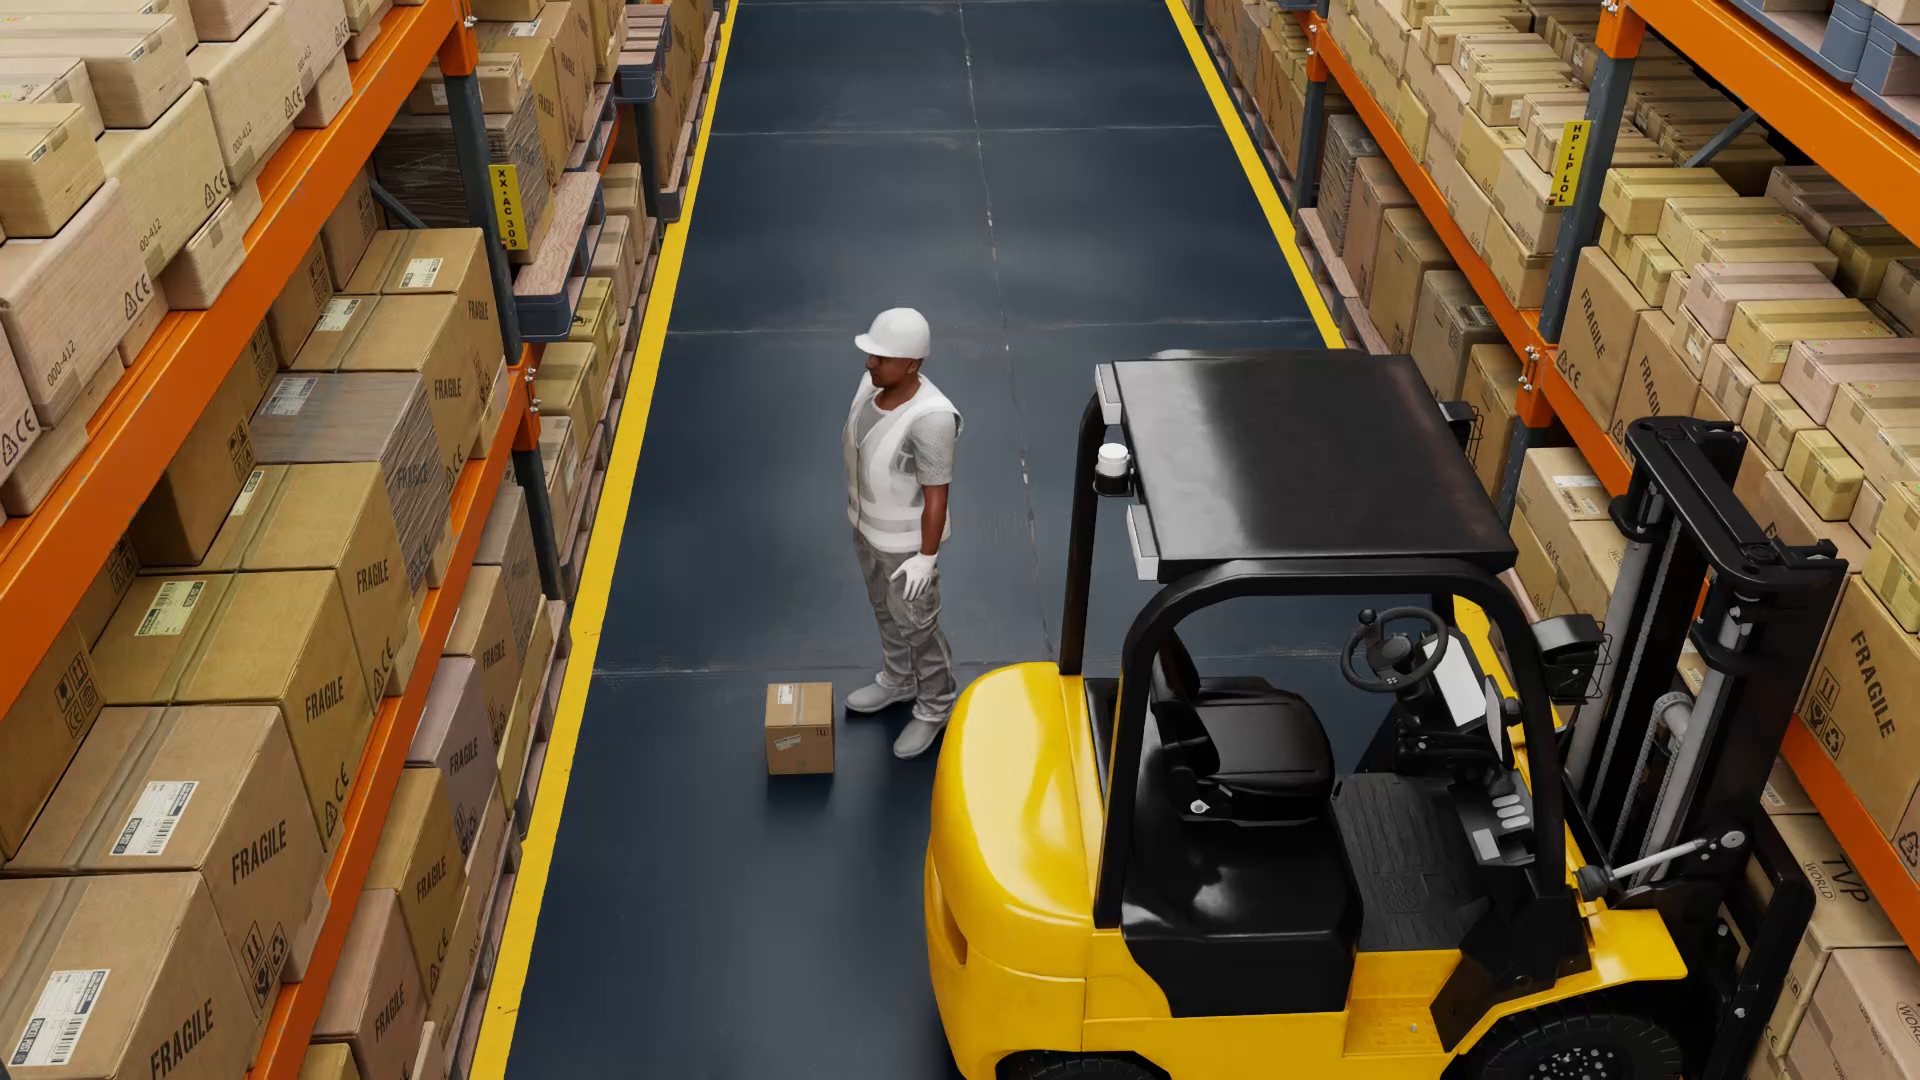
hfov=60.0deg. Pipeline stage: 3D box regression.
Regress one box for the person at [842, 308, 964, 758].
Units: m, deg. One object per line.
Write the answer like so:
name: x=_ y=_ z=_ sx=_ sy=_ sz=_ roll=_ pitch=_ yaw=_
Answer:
person: x=-0.236 y=-0.031 z=6.166 sx=0.371 sy=1.804 sz=0.560 roll=-18 pitch=39 yaw=-24
